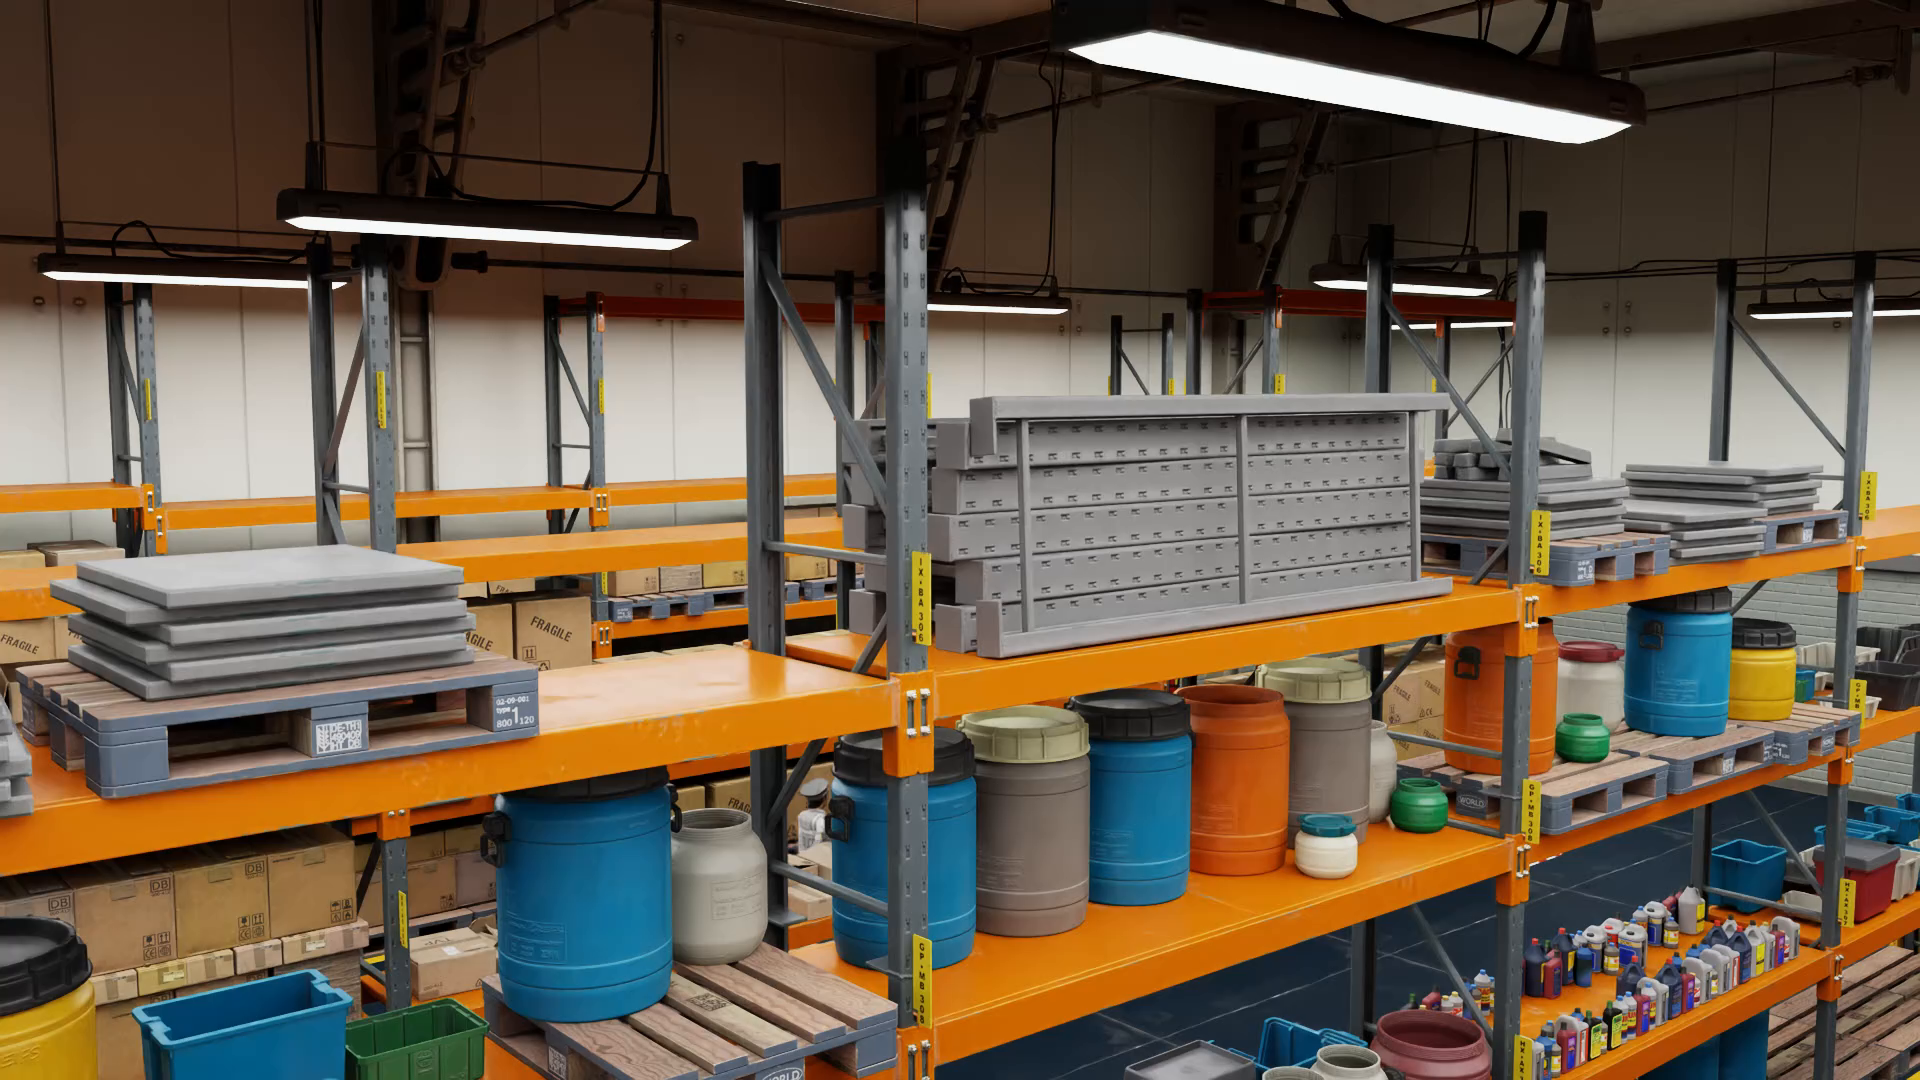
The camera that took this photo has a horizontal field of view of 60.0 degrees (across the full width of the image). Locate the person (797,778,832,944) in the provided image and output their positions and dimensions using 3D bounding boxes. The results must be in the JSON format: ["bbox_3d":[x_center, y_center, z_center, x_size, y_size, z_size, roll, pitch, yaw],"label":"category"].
[{"bbox_3d":[-1.288,2.926,14.527,0.448,1.681,0.517,-3,6,-32],"label":"person"}]
